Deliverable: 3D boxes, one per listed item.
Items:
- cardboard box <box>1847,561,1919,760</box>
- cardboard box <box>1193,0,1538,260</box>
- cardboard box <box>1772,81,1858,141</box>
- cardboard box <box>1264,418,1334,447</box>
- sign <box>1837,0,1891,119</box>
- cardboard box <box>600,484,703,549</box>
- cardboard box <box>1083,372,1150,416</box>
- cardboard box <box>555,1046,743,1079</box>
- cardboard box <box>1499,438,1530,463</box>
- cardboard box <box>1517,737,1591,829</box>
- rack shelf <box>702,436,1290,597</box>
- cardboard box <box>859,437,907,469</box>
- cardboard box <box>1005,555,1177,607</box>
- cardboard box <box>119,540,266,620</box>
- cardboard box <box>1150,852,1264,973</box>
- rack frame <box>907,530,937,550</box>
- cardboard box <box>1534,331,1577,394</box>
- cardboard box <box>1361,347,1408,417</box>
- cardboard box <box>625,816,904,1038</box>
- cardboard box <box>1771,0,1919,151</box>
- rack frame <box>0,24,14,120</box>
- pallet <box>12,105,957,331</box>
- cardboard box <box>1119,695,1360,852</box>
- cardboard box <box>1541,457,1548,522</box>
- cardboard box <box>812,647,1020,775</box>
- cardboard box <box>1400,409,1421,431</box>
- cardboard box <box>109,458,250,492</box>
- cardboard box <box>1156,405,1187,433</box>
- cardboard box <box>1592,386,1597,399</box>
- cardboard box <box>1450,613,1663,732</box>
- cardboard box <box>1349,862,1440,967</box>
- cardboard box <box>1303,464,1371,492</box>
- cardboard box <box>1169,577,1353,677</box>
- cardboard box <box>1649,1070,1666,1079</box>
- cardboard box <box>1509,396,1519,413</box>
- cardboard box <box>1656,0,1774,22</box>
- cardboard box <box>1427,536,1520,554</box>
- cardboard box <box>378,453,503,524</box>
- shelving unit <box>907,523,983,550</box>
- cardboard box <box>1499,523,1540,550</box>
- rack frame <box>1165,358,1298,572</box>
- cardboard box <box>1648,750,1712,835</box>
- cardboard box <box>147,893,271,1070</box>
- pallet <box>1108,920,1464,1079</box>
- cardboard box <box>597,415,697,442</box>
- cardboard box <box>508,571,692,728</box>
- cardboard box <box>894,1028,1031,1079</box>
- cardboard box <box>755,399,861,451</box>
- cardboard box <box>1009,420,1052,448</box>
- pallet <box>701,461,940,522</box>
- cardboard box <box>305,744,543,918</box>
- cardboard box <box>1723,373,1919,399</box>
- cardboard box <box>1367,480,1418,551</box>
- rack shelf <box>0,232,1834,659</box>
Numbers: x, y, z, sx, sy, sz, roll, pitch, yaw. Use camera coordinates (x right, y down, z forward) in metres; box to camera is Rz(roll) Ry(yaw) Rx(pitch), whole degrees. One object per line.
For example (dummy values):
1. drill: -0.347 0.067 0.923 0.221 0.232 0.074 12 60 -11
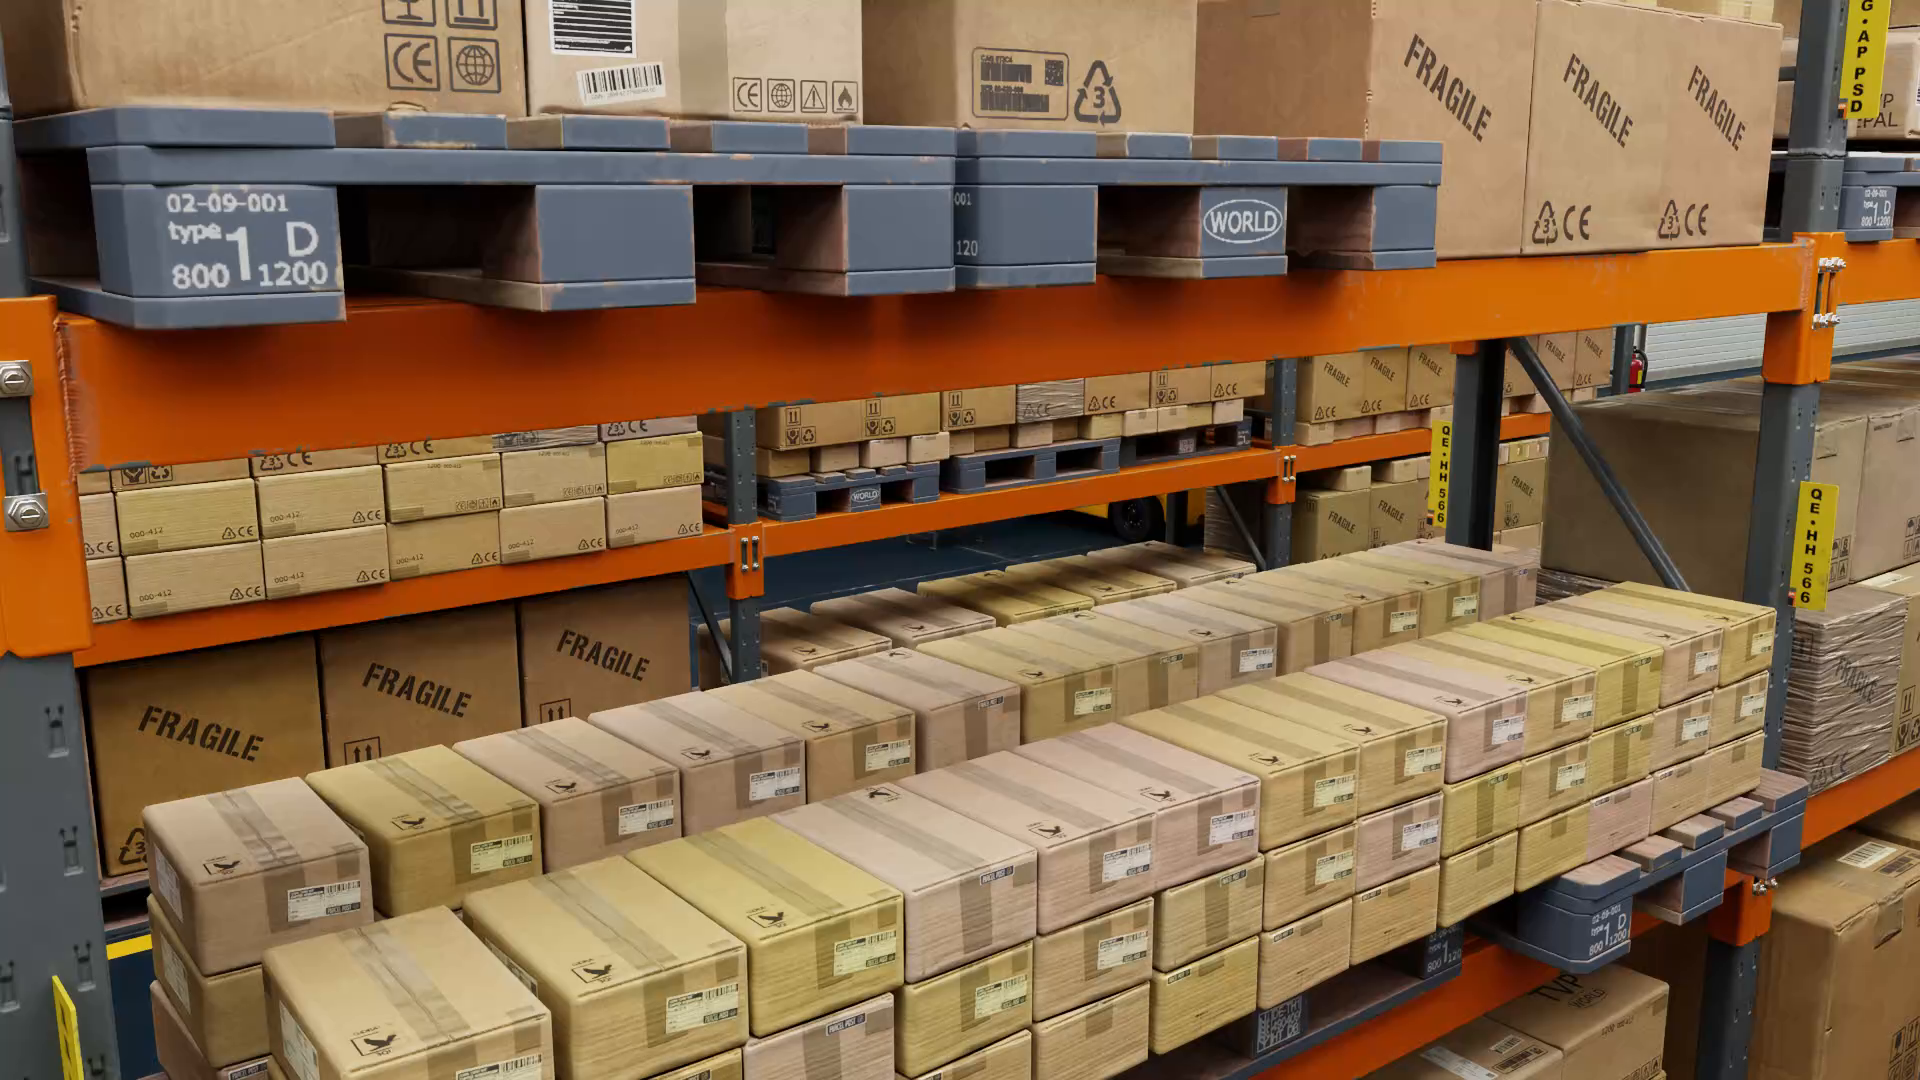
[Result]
1. cardboard box: 2.735 0.328 5.123 0.500 0.500 0.500 -10 15 -38
2. cardboard box: 0.758 -0.812 3.270 0.500 0.500 0.500 -9 15 -38
3. cardboard box: 2.181 -1.159 4.495 0.250 0.149 0.380 -10 16 -40
4. cardboard box: 2.219 -0.717 10.890 0.250 0.149 0.380 -10 15 -38
5. sign: 2.158 -1.174 3.972 0.005 0.325 0.100 -9 15 -38
6. cardboard box: -1.583 -0.151 7.980 0.500 0.250 0.500 -10 16 -40
7. cardboard box: 0.762 -1.023 9.759 0.500 0.500 0.500 -9 15 -36
8. cardboard box: -0.507 0.738 2.309 0.250 0.149 0.380 -10 15 -39
9. cardboard box: 3.991 -0.678 12.342 0.250 0.149 0.380 -9 15 -37
10. cardboard box: 1.112 0.469 3.575 0.250 0.149 0.380 -9 15 -38
11. rack shelf: 0.211 -0.240 9.769 4.000 0.370 1.077 -9 15 -38
12. cardboard box: -0.496 -0.486 8.790 0.250 0.149 0.380 -11 16 -41
13. cardboard box: 0.806 0.391 10.381 0.625 0.372 0.950 -8 15 -34
14. cardboard box: -3.152 0.115 6.729 0.500 0.250 0.500 -10 15 -38
15. cardboard box: 0.314 0.601 2.955 0.250 0.149 0.380 -10 15 -39
16. rack frame: -0.320 -0.974 13.660 0.015 2.100 0.400 -9 15 -38
17. cardboard box: 4.251 -1.385 12.475 0.500 0.500 0.500 -9 15 -38
18. cardboard box: 2.668 -1.127 11.255 0.500 0.500 0.500 -10 15 -38
19. cardboard box: -0.292 0.556 2.448 0.250 0.149 0.380 -9 15 -37
20. cardboard box: 3.003 -1.584 5.653 0.500 0.500 0.500 -9 15 -38
21. rack frame: -1.303 -1.958 1.685 0.127 3.000 1.000 -9 15 -38
22. pallet: -0.754 -0.462 2.312 1.003 0.211 1.213 -9 15 -38
23. cardboard box: 0.509 0.423 3.077 0.250 0.149 0.380 -9 15 -36
24. cardboard box: 4.434 -0.451 12.836 0.500 0.500 0.500 -9 15 -37
25. cardboard box: -0.093 0.350 3.419 0.250 0.149 0.380 -10 16 -40
26. cardboard box: 2.976 -0.864 11.581 0.250 0.149 0.380 -10 15 -38
27. cardboard box: -3.178 -0.497 6.599 0.500 0.500 0.500 -10 16 -39
28. cardboard box: 1.148 -0.752 10.041 0.250 0.149 0.380 -10 15 -39
29. cardboard box: 4.738 -1.164 12.995 0.250 0.149 0.380 -9 15 -36
30. cardboard box: 1.322 0.288 3.712 0.250 0.149 0.380 -9 15 -36
31. cardboard box: 0.718 0.679 3.303 0.250 0.149 0.380 -9 15 -36
32. cardboard box: 2.537 -0.435 11.198 0.250 0.149 0.380 -9 15 -37
33. cardboard box: 0.729 0.213 4.065 0.250 0.149 0.380 -10 16 -40
34. cardboard box: 1.470 1.603 4.367 0.500 0.500 0.500 -10 15 -38
35. cardboard box: 3.926 -1.035 12.385 0.250 0.149 0.380 -9 15 -37
36. cardboard box: 1.667 -1.339 3.906 0.258 0.266 0.396 -9 15 -38
37. cardboard box: 2.908 0.286 9.756 0.500 0.500 0.500 -9 15 -38
38. cardboard box: -2.355 -0.263 7.301 0.500 0.250 0.500 -10 16 -39
39. shelving unit: -0.129 -1.006 13.810 0.503 2.100 0.431 -9 15 -38
40. cardboard box: 4.024 -0.016 12.593 0.500 0.250 0.500 -9 15 -37
41. rack frame: 1.773 -0.851 10.916 0.127 3.000 1.000 -9 15 -38
42. cardboard box: 1.528 0.545 3.932 0.250 0.149 0.380 -9 15 -38
43. cardboard box: -1.115 0.665 2.654 0.250 0.149 0.380 -9 15 -36
44. pallet: 0.300 0.815 3.532 1.213 0.211 1.003 -9 15 -38
45. cardboard box: -1.591 -0.761 7.842 0.500 0.500 0.500 -10 16 -39
46. cardboard box: -1.942 0.578 8.290 0.875 0.875 0.875 -10 15 -38
47. cardboard box: -0.101 0.816 2.657 0.250 0.149 0.380 -9 15 -37
48. cardboard box: -0.855 -0.753 8.485 0.500 0.500 0.500 -10 16 -39
49. cardboard box: 0.312 -0.629 9.462 0.250 0.149 0.380 -9 15 -36
50. pallet: -0.861 -0.348 9.009 1.003 0.211 1.213 -9 15 -38
51. cardboard box: -0.902 0.484 2.788 0.250 0.149 0.380 -10 16 -39
52. cardboard box: 2.971 -0.270 5.530 0.500 0.500 0.700 -10 15 -39
53. cardboard box: 2.813 -0.183 11.571 0.500 0.500 0.500 -9 15 -35
54. rack shelf: 0.259 -0.398 3.294 4.000 0.370 1.077 -9 15 -38
